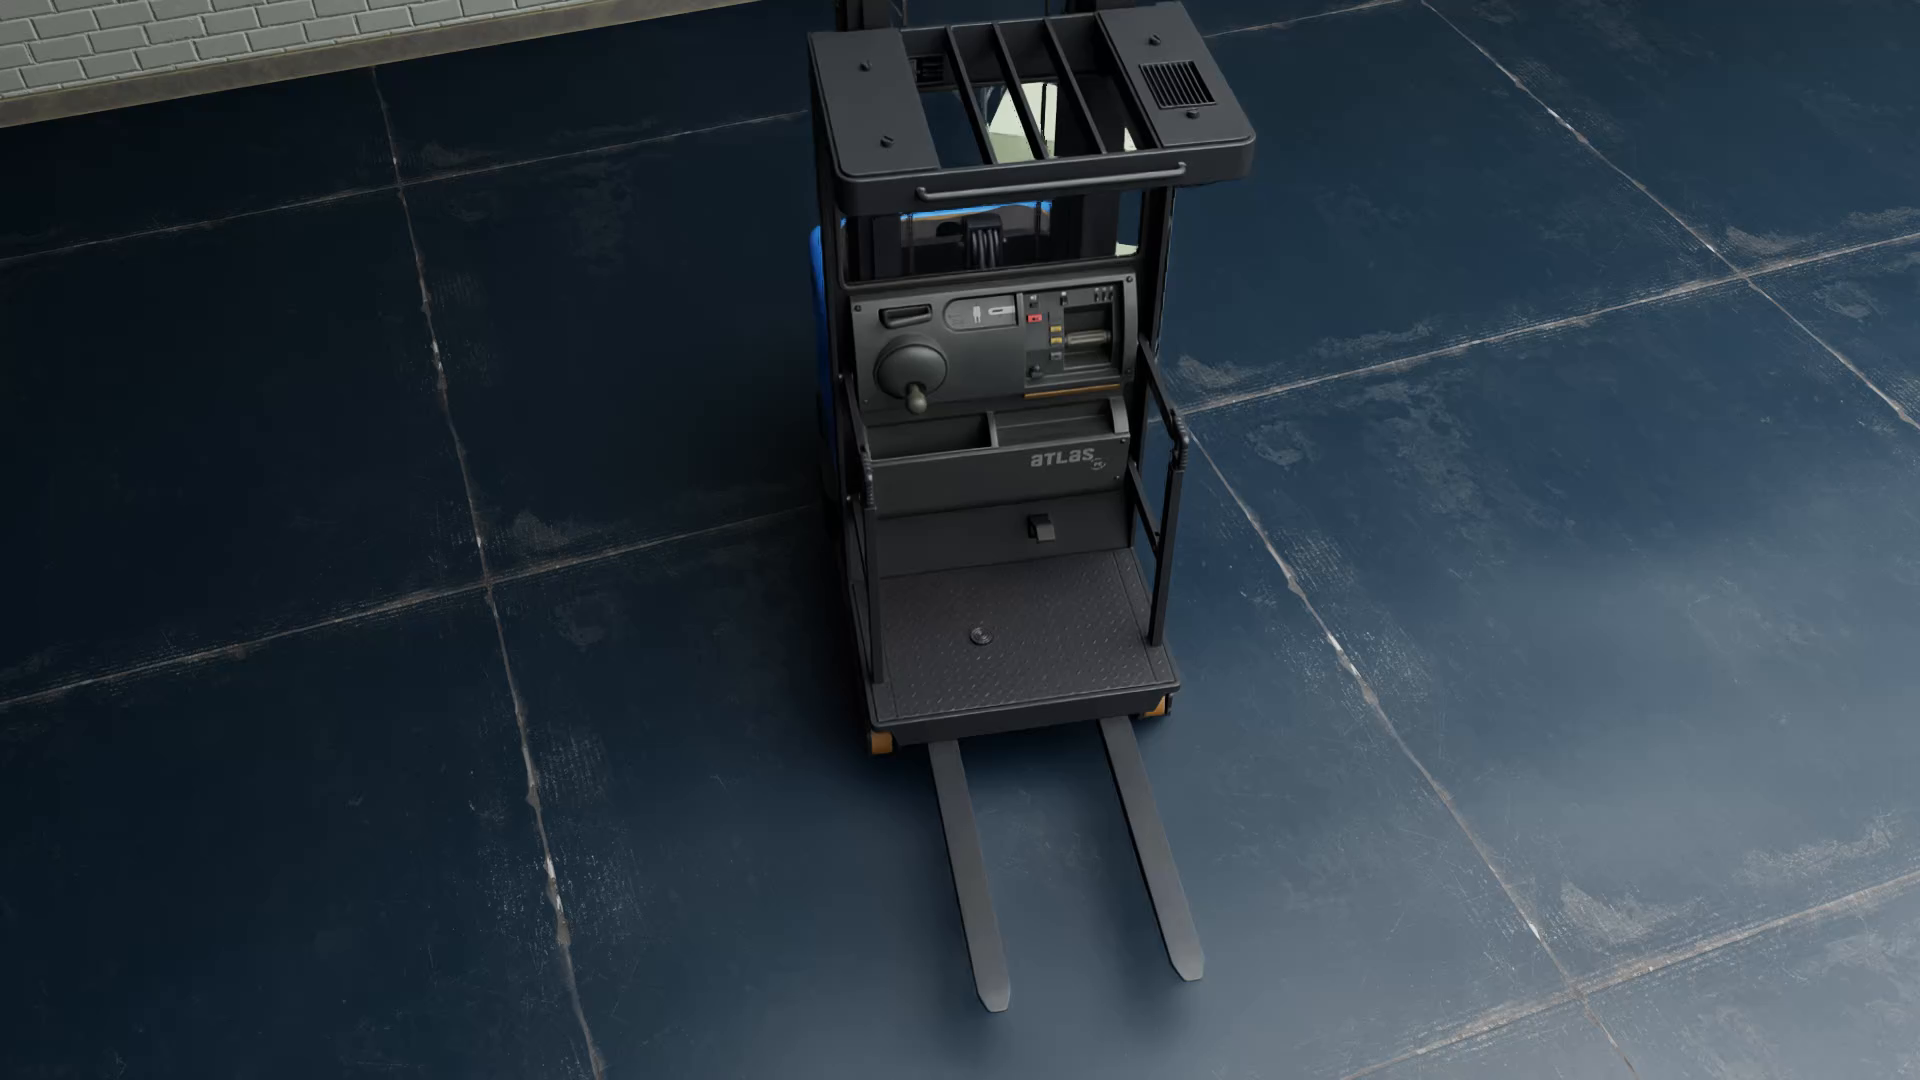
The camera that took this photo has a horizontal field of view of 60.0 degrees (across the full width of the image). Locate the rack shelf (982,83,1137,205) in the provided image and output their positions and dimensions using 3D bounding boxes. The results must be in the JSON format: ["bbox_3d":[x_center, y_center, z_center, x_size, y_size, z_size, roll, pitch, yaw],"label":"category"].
[{"bbox_3d":[0.488,-1.570,6.705,0.720,0.370,0.431,10,46,10],"label":"rack shelf"}]

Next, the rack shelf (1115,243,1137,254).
[{"bbox_3d":[0.488,-1.064,7.212,0.720,0.370,0.431,10,46,10],"label":"rack shelf"}]

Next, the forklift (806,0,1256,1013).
[{"bbox_3d":[0.155,-0.548,5.227,1.130,2.935,3.031,-7,46,-7],"label":"forklift"}]

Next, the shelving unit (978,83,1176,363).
[{"bbox_3d":[0.488,-1.295,6.981,0.755,1.500,0.431,10,46,10],"label":"shelving unit"}]

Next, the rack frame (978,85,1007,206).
[{"bbox_3d":[0.134,-1.359,7.045,0.023,1.500,0.400,10,46,10],"label":"rack frame"}]

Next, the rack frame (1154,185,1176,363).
[{"bbox_3d":[0.843,-1.230,6.917,0.023,1.500,0.400,10,46,10],"label":"rack frame"}]
